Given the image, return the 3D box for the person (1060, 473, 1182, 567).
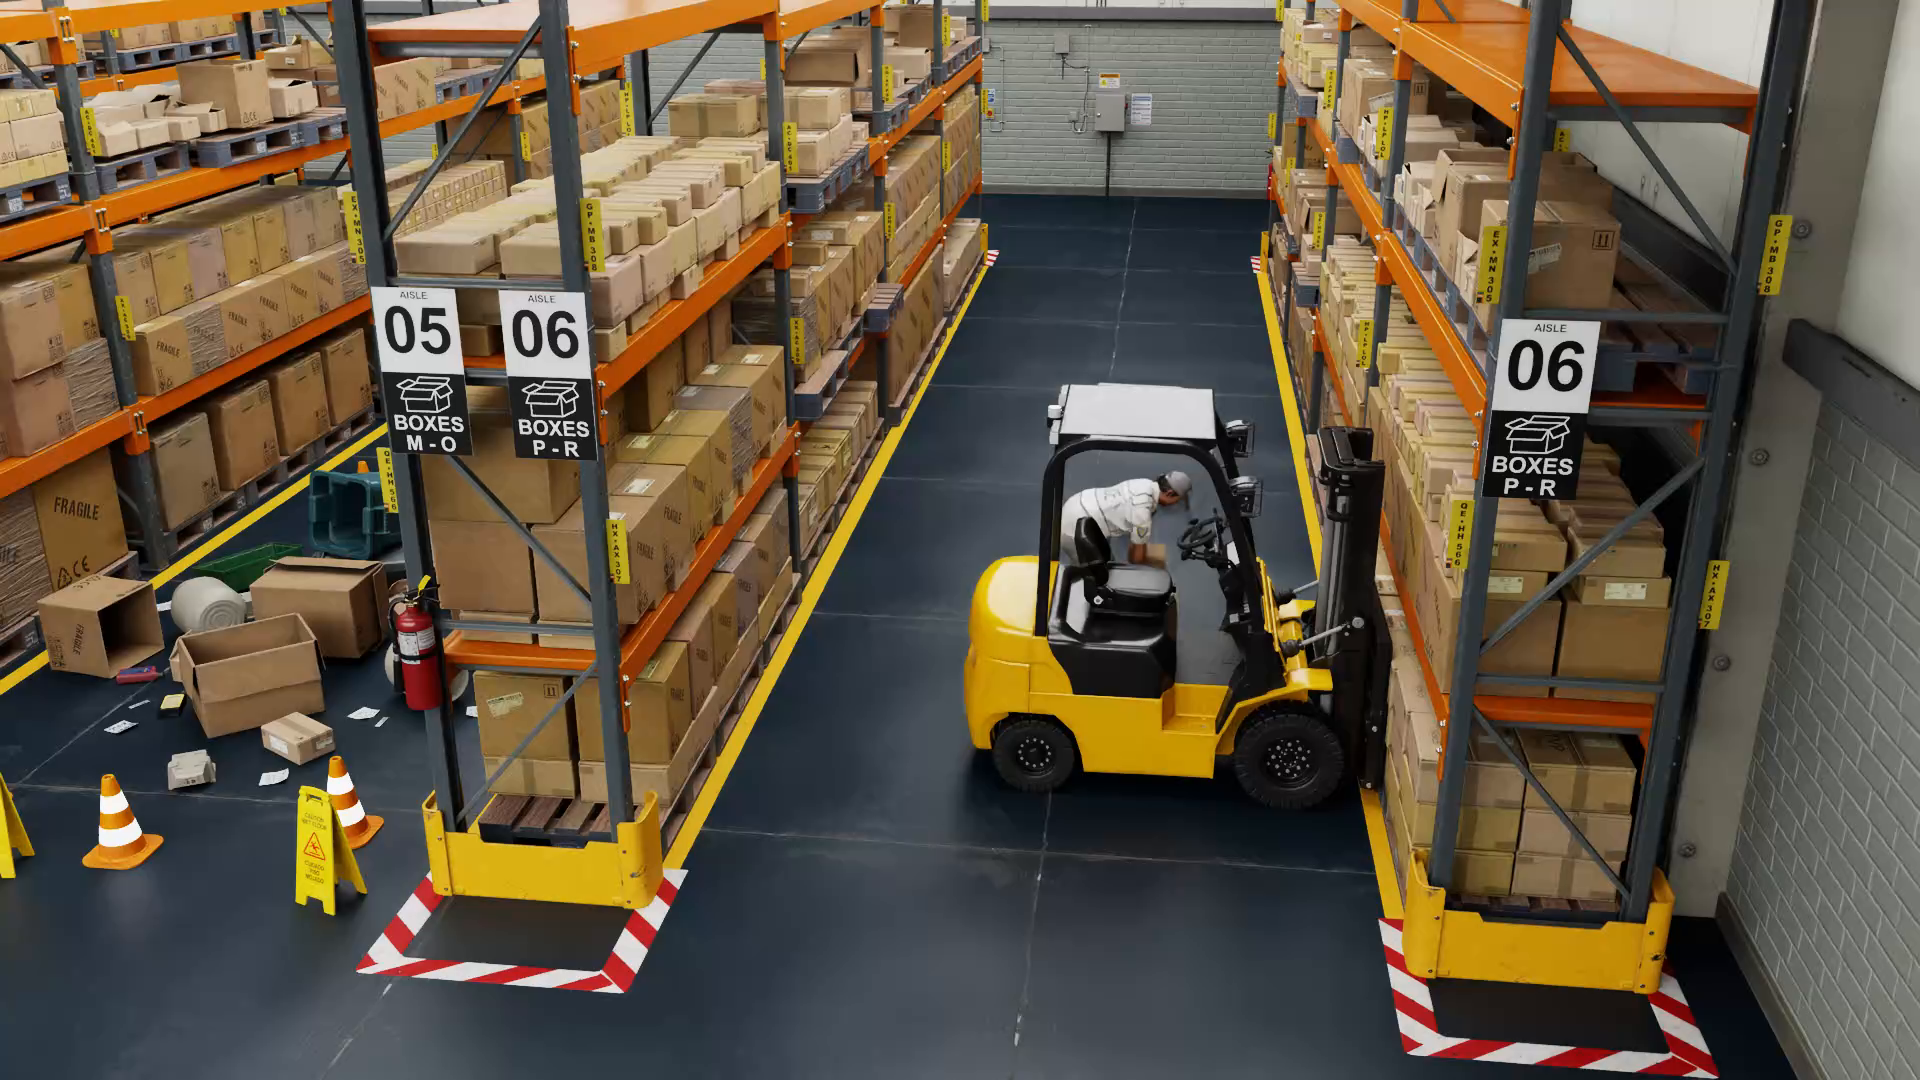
[{"bbox_3d":[1.093,0.127,11.330,0.874,1.254,0.462,2,21,5],"label":"person"}]
